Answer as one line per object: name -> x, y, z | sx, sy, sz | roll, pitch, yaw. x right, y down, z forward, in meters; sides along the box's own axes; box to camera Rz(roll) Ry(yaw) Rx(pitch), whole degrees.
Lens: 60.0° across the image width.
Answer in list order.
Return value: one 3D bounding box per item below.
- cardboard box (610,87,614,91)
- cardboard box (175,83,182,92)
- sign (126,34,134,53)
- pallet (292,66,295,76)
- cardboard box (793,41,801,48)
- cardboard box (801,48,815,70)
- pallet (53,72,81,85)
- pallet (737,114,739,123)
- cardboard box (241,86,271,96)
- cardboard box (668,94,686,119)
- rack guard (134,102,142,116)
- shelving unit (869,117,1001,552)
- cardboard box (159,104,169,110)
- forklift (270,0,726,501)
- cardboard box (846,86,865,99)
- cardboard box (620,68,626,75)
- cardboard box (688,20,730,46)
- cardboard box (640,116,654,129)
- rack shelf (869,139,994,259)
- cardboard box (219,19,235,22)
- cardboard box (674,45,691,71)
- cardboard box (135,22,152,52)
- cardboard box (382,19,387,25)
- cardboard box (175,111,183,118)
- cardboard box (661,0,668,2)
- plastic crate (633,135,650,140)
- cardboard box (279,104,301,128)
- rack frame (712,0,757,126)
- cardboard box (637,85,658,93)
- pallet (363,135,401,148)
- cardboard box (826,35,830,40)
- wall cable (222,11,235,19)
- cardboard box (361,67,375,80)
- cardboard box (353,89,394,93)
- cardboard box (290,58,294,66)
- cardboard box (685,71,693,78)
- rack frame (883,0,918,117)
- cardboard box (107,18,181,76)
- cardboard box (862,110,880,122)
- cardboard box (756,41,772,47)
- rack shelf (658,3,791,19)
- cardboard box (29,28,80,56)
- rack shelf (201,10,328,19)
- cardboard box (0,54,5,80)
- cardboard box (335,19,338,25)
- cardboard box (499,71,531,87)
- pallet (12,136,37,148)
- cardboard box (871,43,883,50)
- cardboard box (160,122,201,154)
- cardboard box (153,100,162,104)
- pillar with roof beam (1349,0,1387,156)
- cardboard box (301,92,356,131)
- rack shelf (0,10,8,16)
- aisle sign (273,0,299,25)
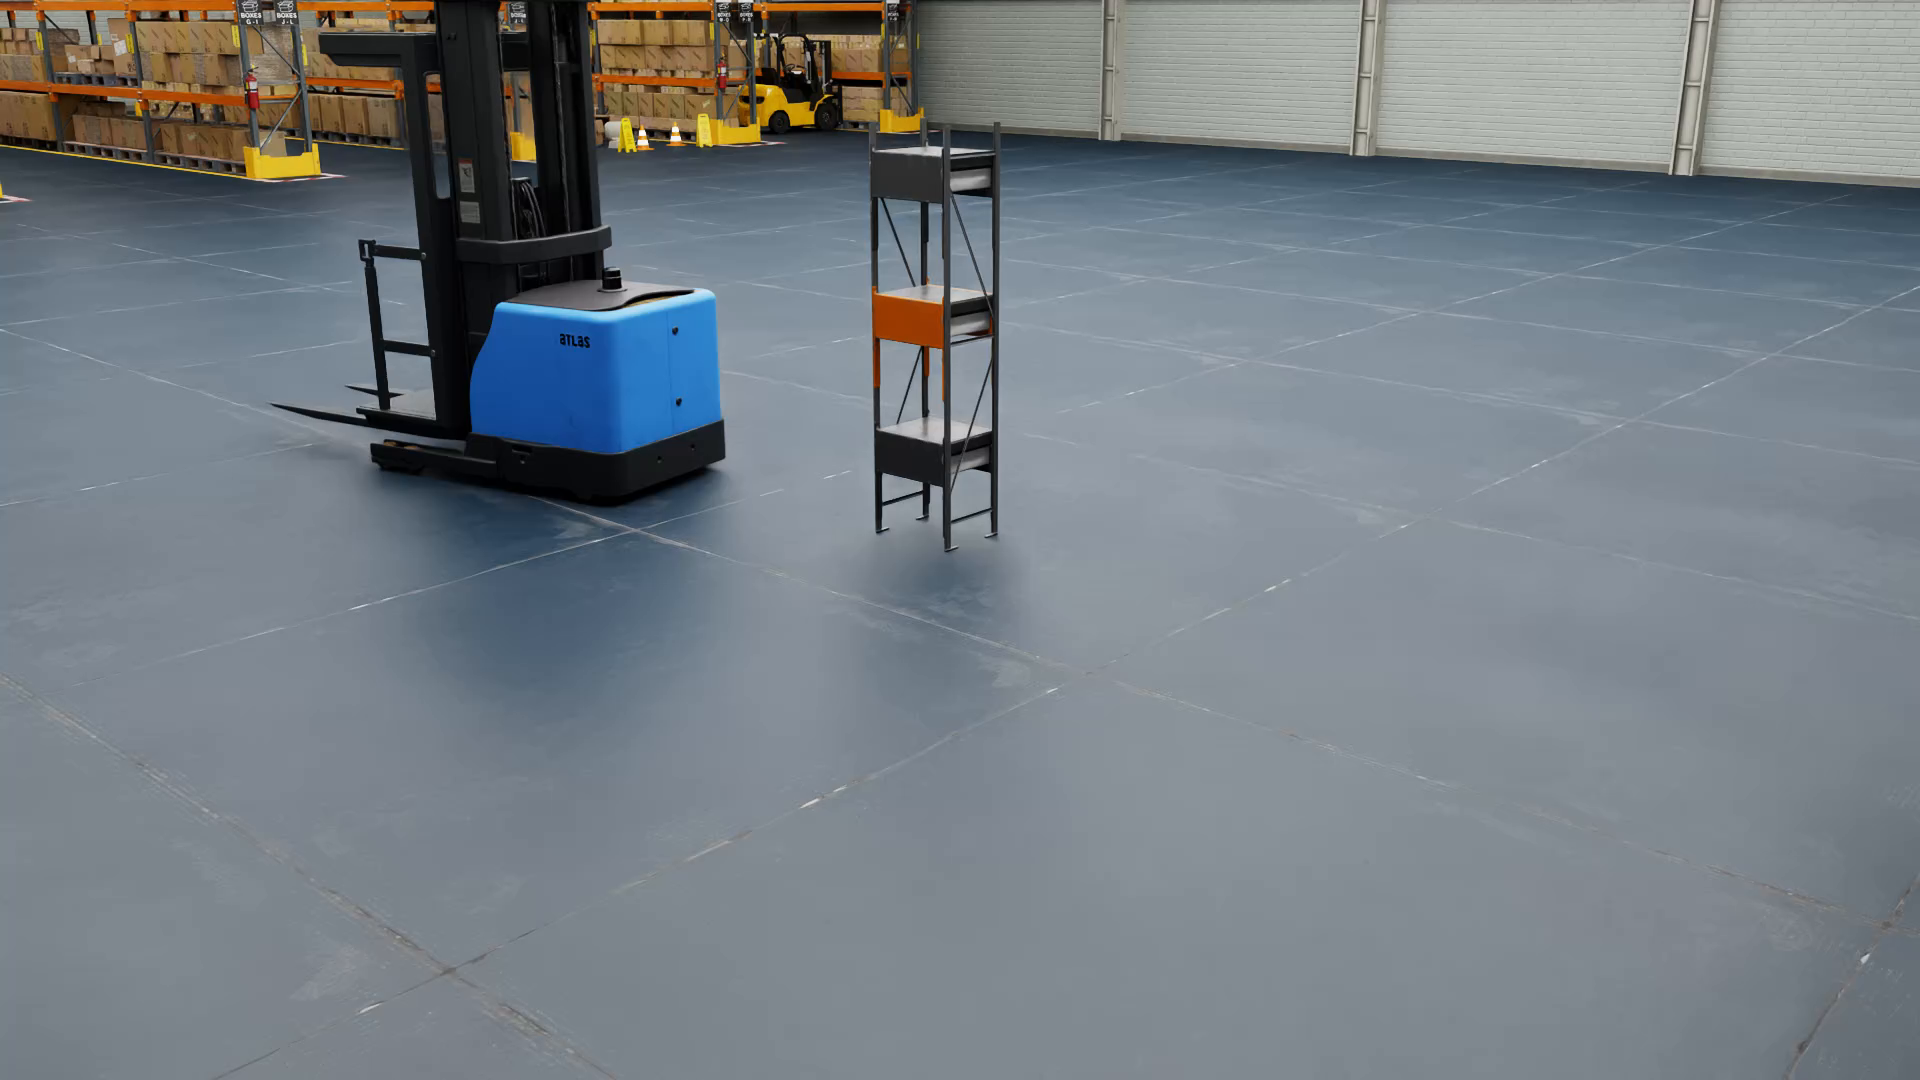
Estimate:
cardboard box -> -8.956, -11.815, 44.321 | 0.500, 0.500, 0.500 | 14, 22, 37
cardboard box -> -13.302, -7.818, 28.701 | 0.250, 0.149, 0.380 | 15, 23, 39
sign -> -14.580, -8.720, 29.214 | 0.005, 0.325, 0.100 | 15, 23, 39
pallet -> -14.442, -10.227, 36.194 | 1.003, 0.211, 1.213 | 15, 23, 39
cardboard box -> -3.737, -11.729, 39.374 | 0.250, 0.149, 0.380 | 16, 23, 40
cardboard box -> -3.406, -11.357, 39.274 | 0.500, 0.500, 0.500 | 15, 23, 39
pallet -> -16.602, -8.887, 31.972 | 1.003, 0.211, 1.213 | 15, 23, 39
pallet -> -4.921, -10.470, 41.253 | 1.213, 0.211, 1.003 | 15, 23, 39
cardboard box -> -11.573, -7.382, 27.327 | 0.250, 0.149, 0.380 | 15, 23, 39
cardboard box -> -5.809, -9.186, 35.209 | 0.500, 0.500, 0.500 | 16, 24, 41
rack guard -> -19.765, -10.599, 41.181 | 0.348, 0.500, 1.175 | 15, 23, 39
shelving unit -> -0.124, -1.034, 8.399 | 0.503, 2.100, 0.431 | 15, 23, 39
cardboard box -> -19.071, -10.452, 40.114 | 0.250, 0.149, 0.380 | 16, 24, 41
forklift -> -2.935, -1.920, 9.815 | 3.031, 2.935, 1.130 | 10, 20, 28
cardboard box -> -2.290, -10.346, 38.451 | 0.500, 0.250, 0.500 | 16, 23, 40
cardboard box -> -7.171, -10.195, 36.193 | 0.250, 0.149, 0.380 | 15, 23, 39
cardboard box -> -5.171, -10.452, 34.277 | 0.500, 0.500, 0.700 | 14, 23, 38
cardboard box -> -6.569, -9.036, 35.975 | 0.500, 0.250, 0.500 | 15, 23, 39
rack shelf -> -0.124, -1.688, 8.191 | 0.480, 0.518, 0.431 | 15, 23, 39
cardboard box -> -17.006, -11.814, 38.568 | 0.500, 0.500, 0.500 | 16, 23, 41
cardboard box -> -5.605, -10.071, 34.728 | 0.500, 0.500, 0.500 | 15, 23, 39
cardboard box -> -14.046, -8.812, 29.110 | 0.500, 0.500, 0.500 | 15, 23, 39
cardboard box -> -14.366, -13.095, 42.026 | 0.250, 0.149, 0.380 | 15, 23, 39
cardboard box -> -18.476, -10.161, 39.690 | 0.250, 0.149, 0.380 | 15, 23, 39
cardboard box -> -6.036, -11.315, 34.762 | 0.250, 0.149, 0.380 | 14, 22, 38
plastic crate -> -7.006, -8.644, 35.716 | 0.583, 0.080, 0.402 | 7, 19, 21
cardboard box -> -14.504, -9.281, 36.334 | 0.500, 0.500, 0.500 | 15, 23, 39
rack frame -> -4.644, -9.733, 34.321 | 0.127, 3.000, 1.000 | 15, 23, 39
cardboard box -> -6.732, -9.718, 35.813 | 0.250, 0.149, 0.380 | 17, 24, 42
pallet -> -11.473, -8.205, 34.115 | 1.213, 0.211, 1.003 | 15, 23, 39
cardboard box -> -2.911, -11.686, 38.747 | 0.250, 0.149, 0.380 | 15, 23, 40
wall cable -> -20.844, -14.572, 47.836 | 0.123, 1.953, 0.585 | 15, 23, 39
cardboard box -> -11.792, -9.589, 33.703 | 0.500, 0.500, 0.500 | 15, 23, 39
cardboard box -> -15.361, -11.633, 43.849 | 0.875, 0.438, 0.875 | 16, 24, 41
cardboard box -> -14.512, -10.274, 35.749 | 0.250, 0.149, 0.380 | 16, 23, 40
cardboard box -> -5.507, -9.722, 34.702 | 0.250, 0.149, 0.380 | 15, 23, 38
rack frame -> -1.352, -10.857, 37.862 | 0.127, 3.000, 1.000 | 15, 23, 39
cardboard box -> -14.715, -8.971, 30.235 | 1.000, 1.000, 1.000 | 15, 23, 40
cardboard box -> -1.914, -9.769, 38.287 | 0.500, 0.250, 0.500 | 15, 23, 40
cardboard box -> -4.747, -12.035, 40.337 | 0.250, 0.149, 0.380 | 16, 24, 41
rack shelf -> -5.840, -13.148, 41.313 | 4.000, 0.370, 1.077 | 15, 23, 39
cardboard box -> -17.742, -9.773, 32.625 | 0.637, 0.503, 0.797 | 16, 24, 41
rack shelf -> -15.334, -11.687, 36.710 | 4.000, 0.370, 1.077 | 15, 23, 39
cardboard box -> -19.269, -9.598, 33.730 | 0.500, 0.500, 0.500 | 14, 23, 38
cardboard box -> -16.168, -13.530, 43.396 | 0.250, 0.149, 0.380 | 16, 24, 41
cardboard box -> -8.162, -8.728, 30.908 | 0.550, 0.550, 0.875 | 15, 23, 39
pallet -> -18.654, -8.188, 34.064 | 1.213, 0.211, 1.003 | 15, 23, 39
cardboard box -> -1.798, -11.220, 37.768 | 0.250, 0.149, 0.380 | 15, 23, 40
cardboard box -> -13.942, -7.213, 29.820 | 0.500, 0.500, 0.500 | 14, 22, 38
cardboard box -> -19.266, -10.640, 40.216 | 0.250, 0.149, 0.380 | 15, 23, 39
pillar with roof beam -> 4.843, -10.676, 27.377 | 0.400, 9.000, 9.100 | 15, 23, 39
cardboard box -> -13.442, -9.184, 35.617 | 0.750, 0.750, 1.050 | 15, 23, 39
rack shelf -> -21.694, -11.389, 35.769 | 4.000, 0.370, 1.077 | 15, 23, 39
aisle sign -> -10.977, -8.785, 27.038 | 0.004, 0.787, 0.394 | 15, 23, 39
